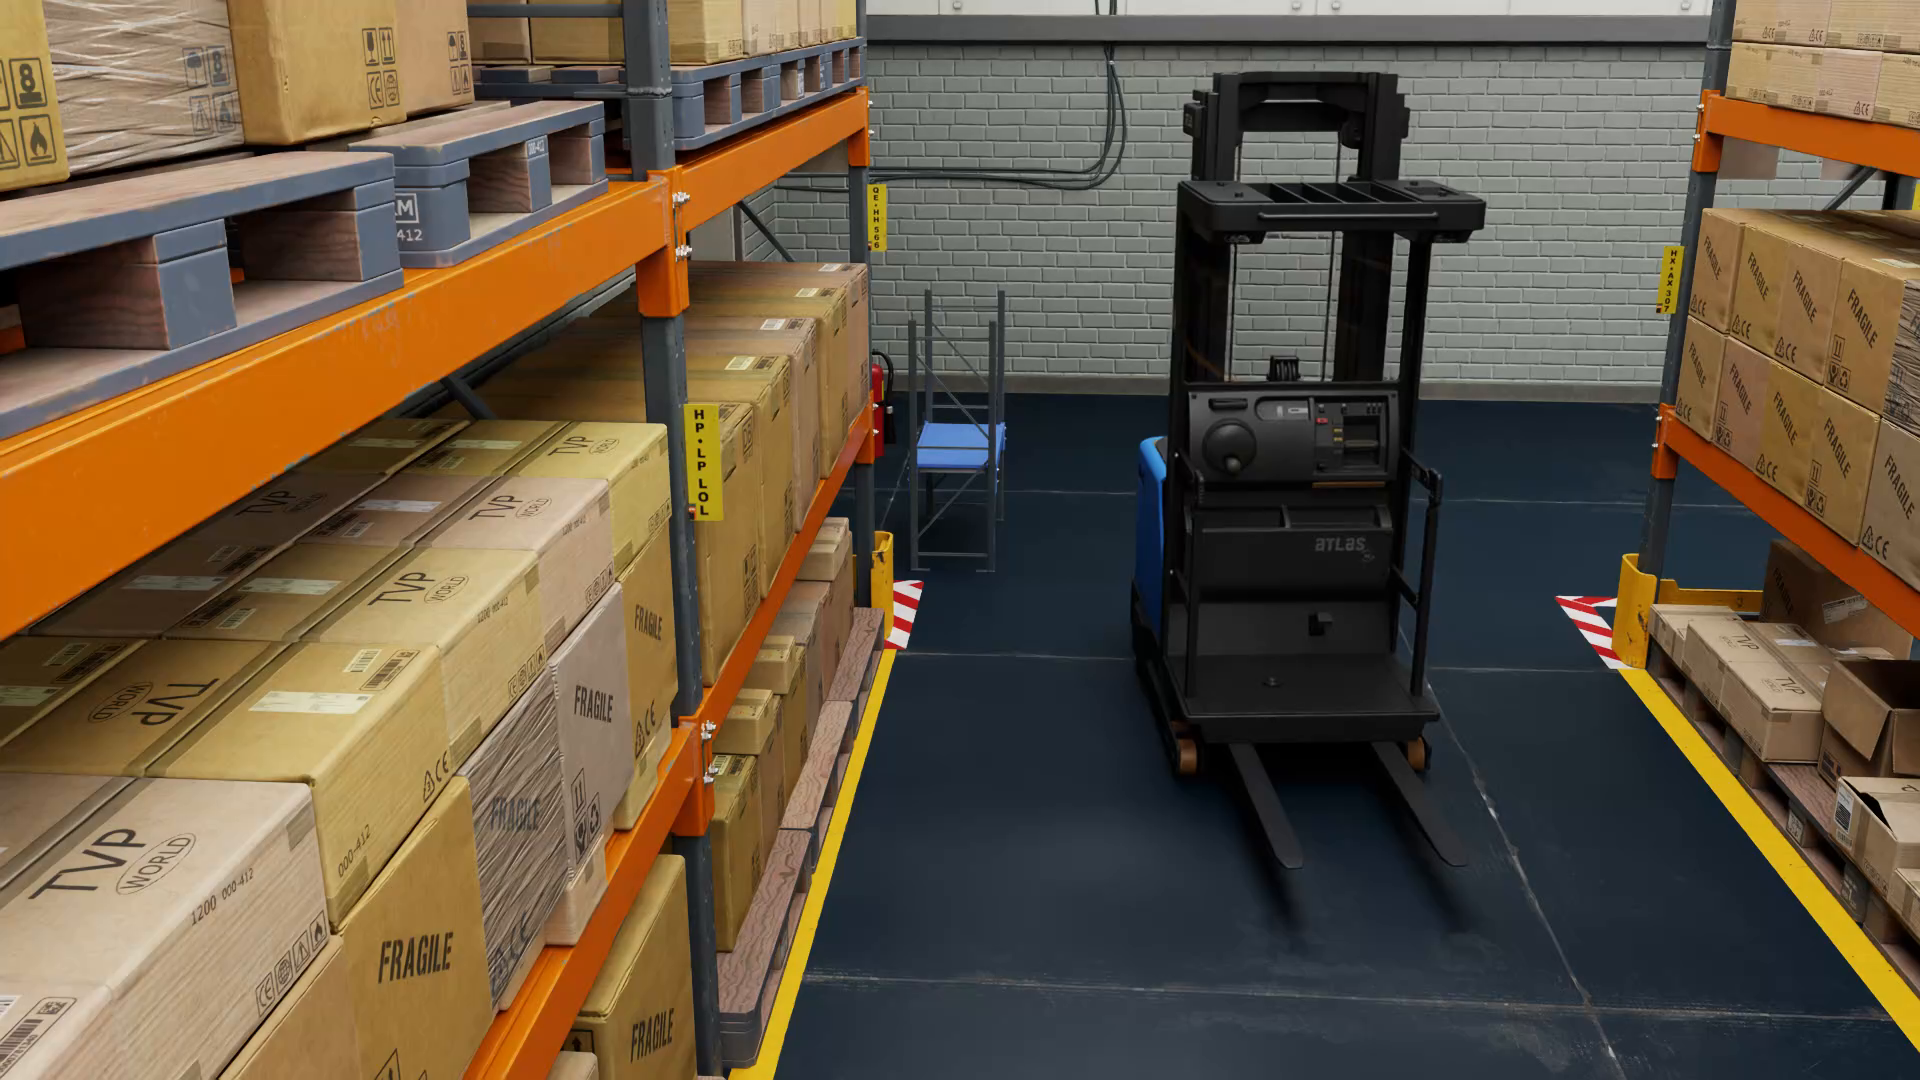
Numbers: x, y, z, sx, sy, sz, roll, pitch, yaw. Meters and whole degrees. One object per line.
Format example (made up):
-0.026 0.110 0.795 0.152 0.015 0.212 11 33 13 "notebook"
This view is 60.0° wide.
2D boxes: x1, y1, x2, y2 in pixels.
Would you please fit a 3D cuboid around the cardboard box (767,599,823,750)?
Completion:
-0.975 0.572 7.199 0.700 0.500 0.500 1 18 2 "cardboard box"

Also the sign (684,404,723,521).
-0.698 -0.208 4.509 0.100 0.325 0.005 1 18 4 "sign"

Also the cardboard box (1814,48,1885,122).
3.614 -1.728 6.302 0.500 0.250 0.500 1 18 4 "cardboard box"

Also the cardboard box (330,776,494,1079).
-1.124 0.716 2.752 0.500 0.500 0.500 2 18 5 "cardboard box"

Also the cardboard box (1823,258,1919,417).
3.587 -0.753 6.137 0.500 0.500 0.500 1 18 3 "cardboard box"

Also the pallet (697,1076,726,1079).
-1.220 1.862 4.403 1.003 0.211 1.213 1 18 4 "pallet"

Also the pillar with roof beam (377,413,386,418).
2.241 -2.696 4.200 9.100 9.000 0.400 1 18 4 "pillar with roof beam"

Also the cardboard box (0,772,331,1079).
-1.168 0.525 2.128 0.500 0.250 0.500 1 18 4 "cardboard box"

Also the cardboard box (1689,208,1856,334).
3.693 -1.228 7.588 0.500 0.500 0.500 2 18 6 "cardboard box"

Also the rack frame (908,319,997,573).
-0.043 -0.528 9.627 0.500 1.500 0.032 1 18 4 "rack frame"

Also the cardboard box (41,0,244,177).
-1.488 -0.787 2.325 0.700 0.500 0.500 1 18 4 "cardboard box"

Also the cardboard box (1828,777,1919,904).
3.513 1.057 5.991 0.500 0.311 0.500 1 18 4 "cardboard box"

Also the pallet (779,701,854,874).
-1.023 1.006 7.014 1.003 0.211 1.213 1 18 4 "pallet"

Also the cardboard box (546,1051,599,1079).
-1.218 1.598 3.507 0.750 0.750 0.750 2 18 6 "cardboard box"

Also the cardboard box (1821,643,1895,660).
4.076 0.598 7.625 0.380 0.166 0.250 1 18 4 "cardboard box"

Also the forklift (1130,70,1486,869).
1.477 -0.460 7.121 1.130 2.935 3.031 -1 18 -2 "forklift"

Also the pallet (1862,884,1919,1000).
3.751 1.517 5.456 1.003 0.211 1.213 1 18 4 "pallet"

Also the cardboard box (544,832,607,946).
-1.001 0.758 3.663 0.380 0.149 0.250 1 18 4 "cardboard box"

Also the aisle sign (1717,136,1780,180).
3.700 -2.101 7.842 0.394 0.787 0.004 1 18 4 "aisle sign"

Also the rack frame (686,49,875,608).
-0.954 -0.947 8.496 1.000 3.000 0.127 1 18 4 "rack frame"

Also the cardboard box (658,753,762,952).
-1.084 1.054 5.730 0.700 0.500 0.500 2 18 5 "cardboard box"

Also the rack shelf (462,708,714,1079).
-1.384 1.258 2.921 1.077 0.370 4.000 1 18 4 "rack shelf"

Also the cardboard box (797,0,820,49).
-0.810 -1.992 6.272 0.500 0.250 0.500 1 18 2 "cardboard box"

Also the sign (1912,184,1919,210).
4.540 -1.519 7.876 0.100 0.325 0.005 1 18 4 "sign"

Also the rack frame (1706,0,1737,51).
3.988 -3.689 7.228 1.000 3.000 0.127 1 18 4 "rack frame"

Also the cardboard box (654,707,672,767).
-0.982 0.516 4.401 0.380 0.149 0.250 1 18 4 "cardboard box"

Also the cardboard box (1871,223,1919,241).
4.195 -1.059 7.072 0.500 0.500 0.500 2 18 5 "cardboard box"

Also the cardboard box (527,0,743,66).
-0.928 -1.515 4.817 0.500 0.250 0.500 1 18 4 "cardboard box"

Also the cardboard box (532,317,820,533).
-1.085 -0.468 6.553 0.980 0.700 0.700 0 18 1 "cardboard box"

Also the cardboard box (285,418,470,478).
-1.533 -0.122 4.105 0.500 0.250 0.500 2 18 6 "cardboard box"

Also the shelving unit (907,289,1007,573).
-0.006 -0.686 10.109 0.538 1.500 1.048 1 18 4 "shelving unit"

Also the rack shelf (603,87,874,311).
-1.097 -1.410 6.245 1.077 0.370 4.000 1 18 4 "rack shelf"

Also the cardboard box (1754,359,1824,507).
3.622 -0.437 6.779 0.500 0.500 0.500 1 18 4 "cardboard box"

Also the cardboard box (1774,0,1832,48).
3.648 -2.121 6.698 0.500 0.250 0.500 1 18 4 "cardboard box"

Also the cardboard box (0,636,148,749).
-1.637 0.358 2.639 0.500 0.250 0.500 1 18 3 "cardboard box"

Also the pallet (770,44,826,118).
-1.081 -1.720 6.180 1.003 0.211 1.213 1 18 4 "pallet"

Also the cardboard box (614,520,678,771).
-1.022 0.246 4.185 0.500 0.500 0.500 1 18 3 "cardboard box"

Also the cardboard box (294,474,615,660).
-1.065 0.050 3.579 0.500 0.250 0.500 2 18 5 "cardboard box"

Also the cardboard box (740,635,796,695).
-0.841 0.481 6.436 0.380 0.149 0.250 1 18 2 "cardboard box"

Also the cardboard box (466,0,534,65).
-1.425 -1.524 4.845 0.500 0.250 0.500 1 18 4 "cardboard box"

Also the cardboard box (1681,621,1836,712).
3.630 0.578 7.552 0.500 0.250 0.500 1 18 4 "cardboard box"
